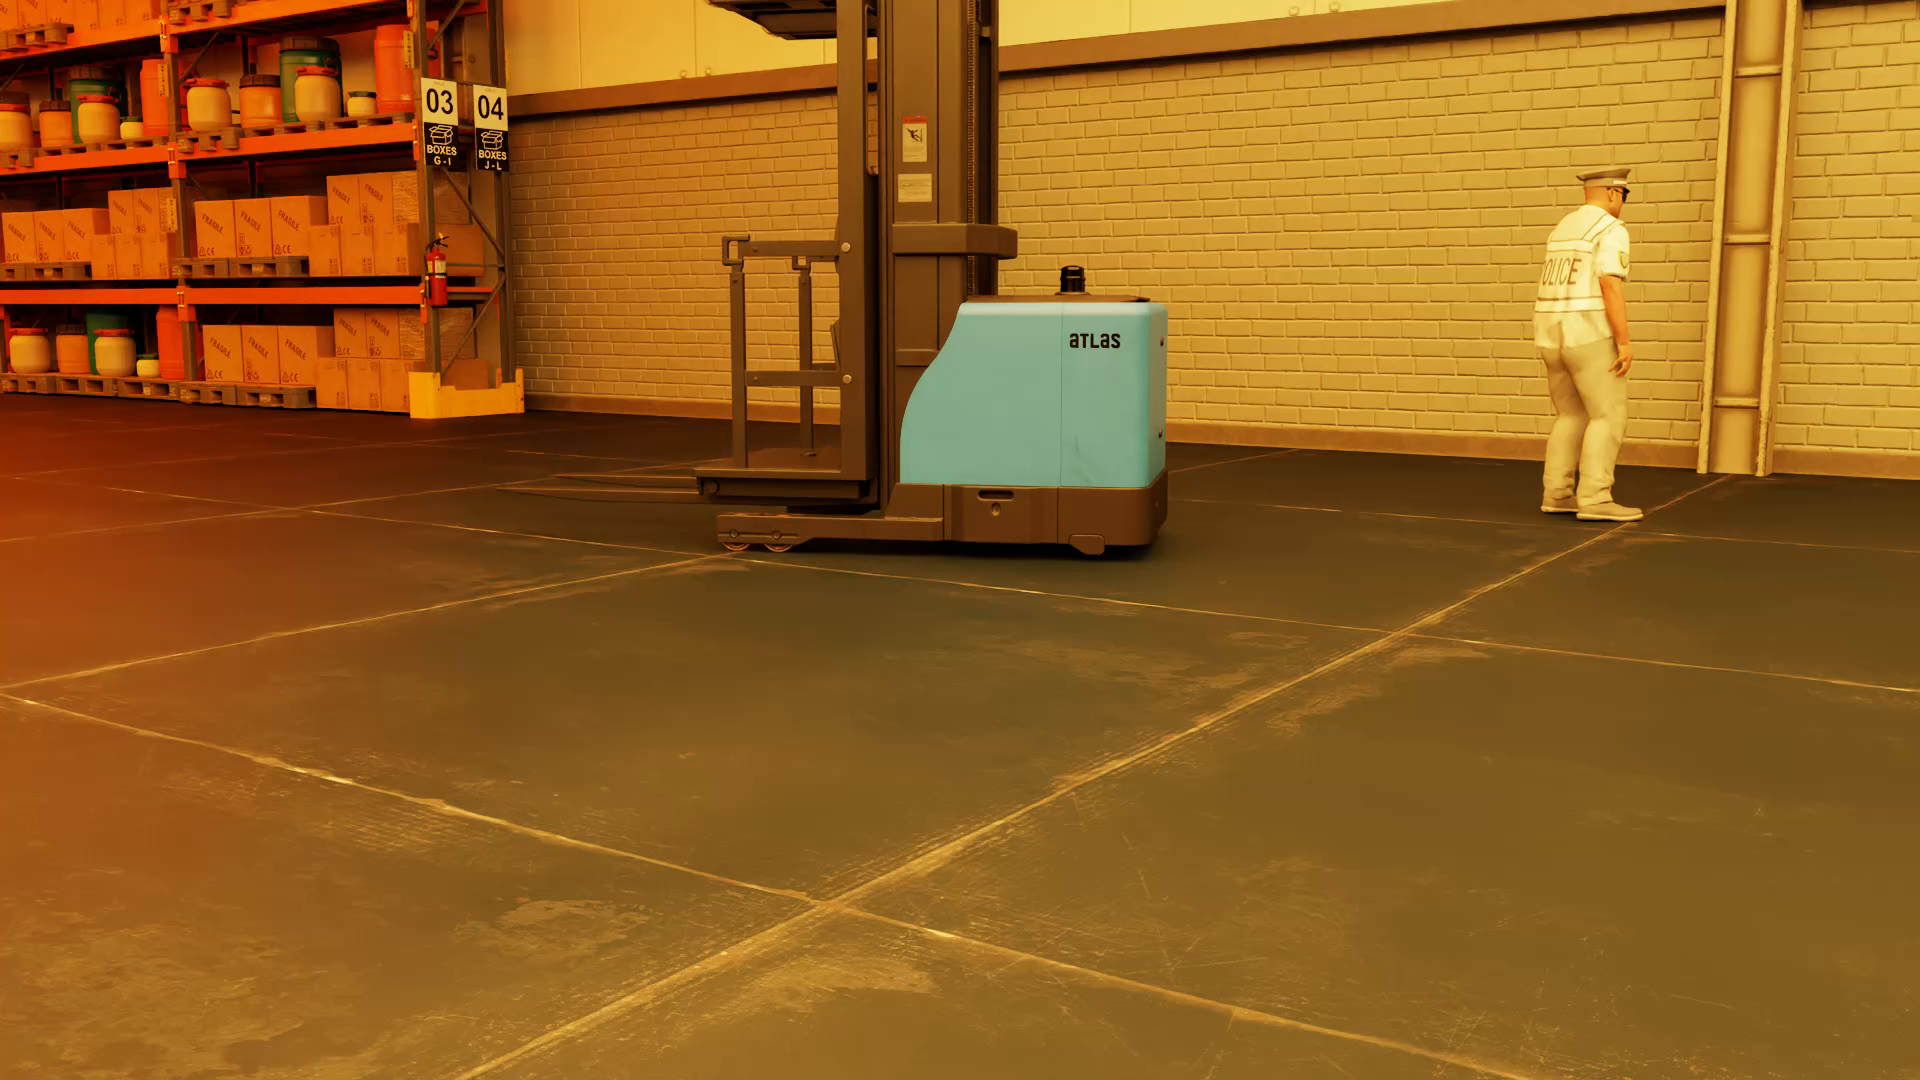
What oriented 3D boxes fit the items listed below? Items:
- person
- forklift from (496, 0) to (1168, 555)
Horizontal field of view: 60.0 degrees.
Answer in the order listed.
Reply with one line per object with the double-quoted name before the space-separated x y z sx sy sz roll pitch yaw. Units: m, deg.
"person" 3.129 -0.986 8.333 0.440 1.747 0.585 -2 8 -15
"forklift" -0.596 -1.469 7.520 3.031 2.935 1.130 2 8 12
